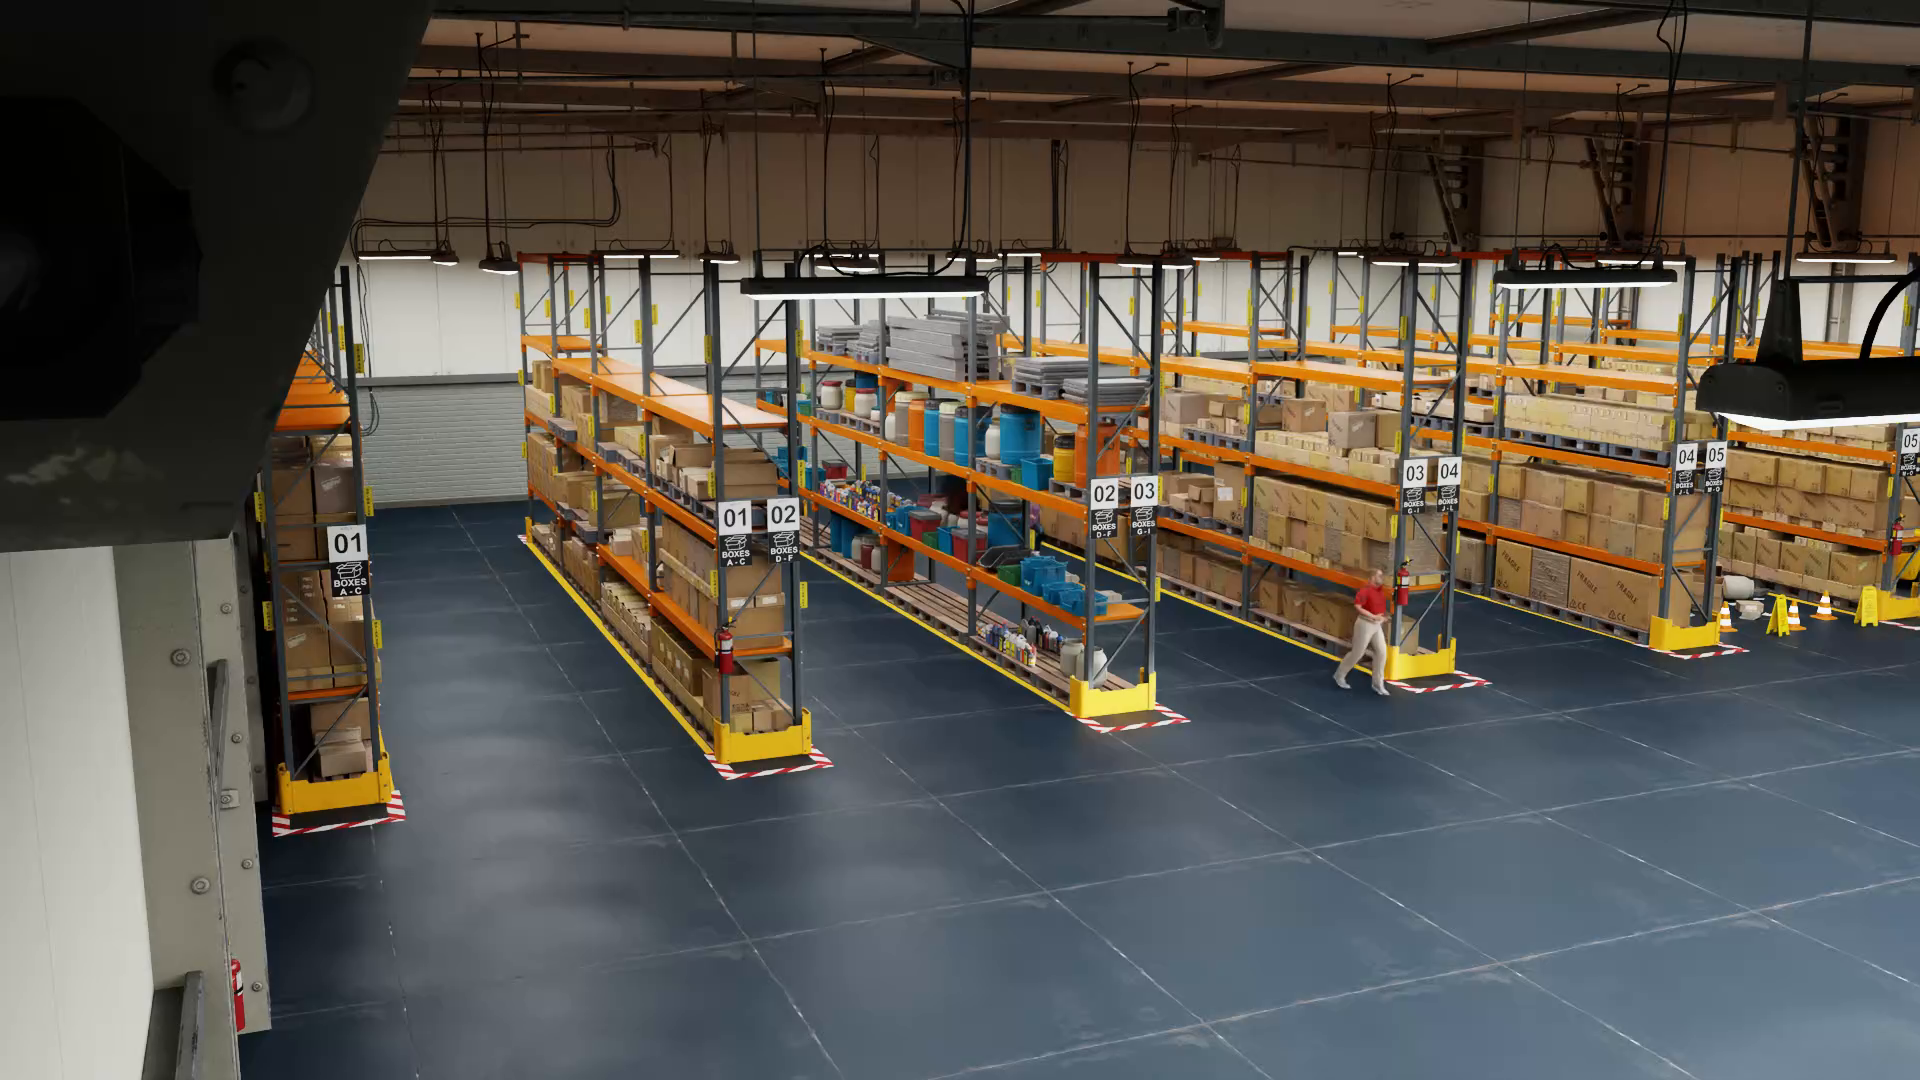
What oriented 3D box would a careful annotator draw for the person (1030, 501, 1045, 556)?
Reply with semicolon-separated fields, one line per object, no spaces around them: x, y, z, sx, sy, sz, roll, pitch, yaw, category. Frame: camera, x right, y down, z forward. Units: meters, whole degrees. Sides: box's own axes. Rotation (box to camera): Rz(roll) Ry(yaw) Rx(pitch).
1.331;-0.295;31.984;0.551;1.497;0.913;-4;11;-23;person

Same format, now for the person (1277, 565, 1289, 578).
6.090;-0.006;30.534;0.605;1.615;0.641;-4;11;-22;person

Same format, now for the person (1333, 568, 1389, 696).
5.758;1.275;23.376;0.713;1.792;0.803;-10;14;-44;person
